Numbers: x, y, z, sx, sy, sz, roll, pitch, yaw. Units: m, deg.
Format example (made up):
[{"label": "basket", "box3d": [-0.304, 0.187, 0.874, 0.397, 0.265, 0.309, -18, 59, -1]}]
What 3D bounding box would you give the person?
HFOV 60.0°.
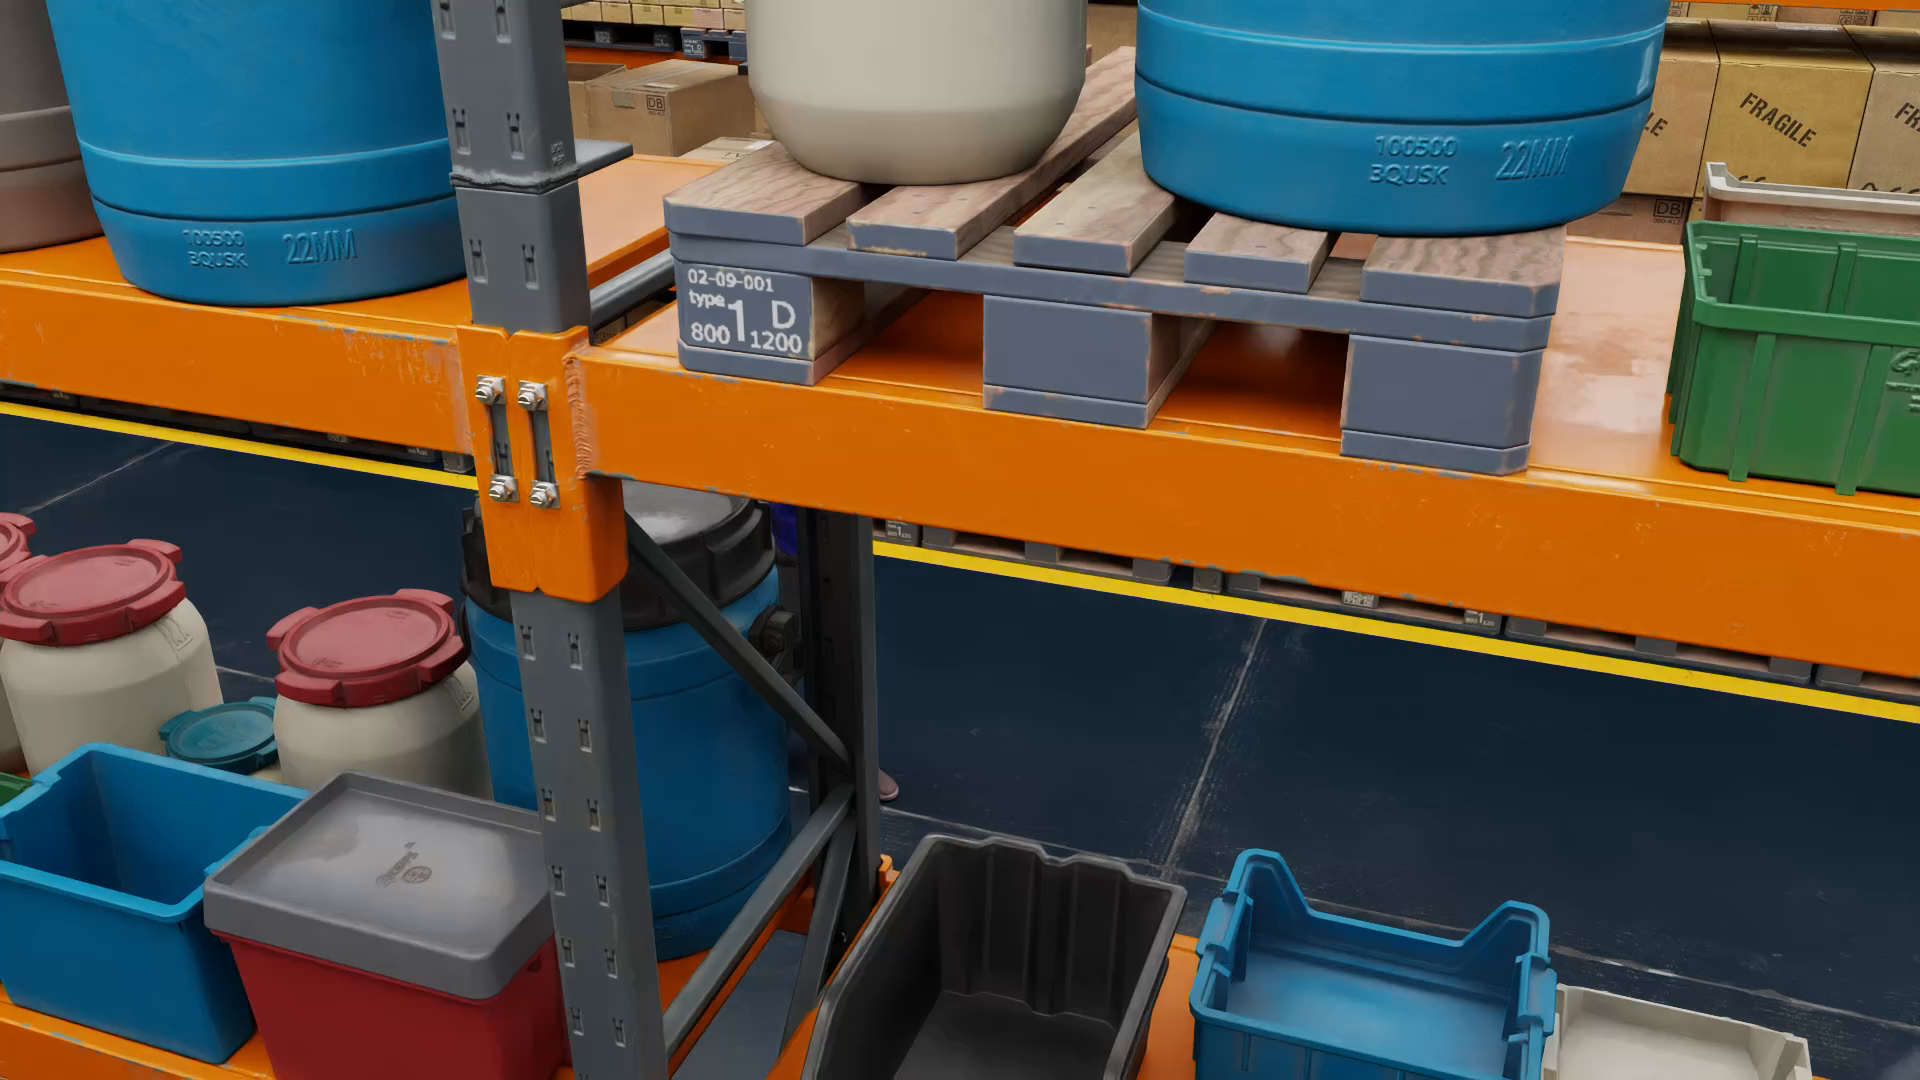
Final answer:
[{"label": "person", "box3d": [-0.533, 0.137, 5.819, 0.495, 1.657, 0.533, -12, 28, -23]}]
